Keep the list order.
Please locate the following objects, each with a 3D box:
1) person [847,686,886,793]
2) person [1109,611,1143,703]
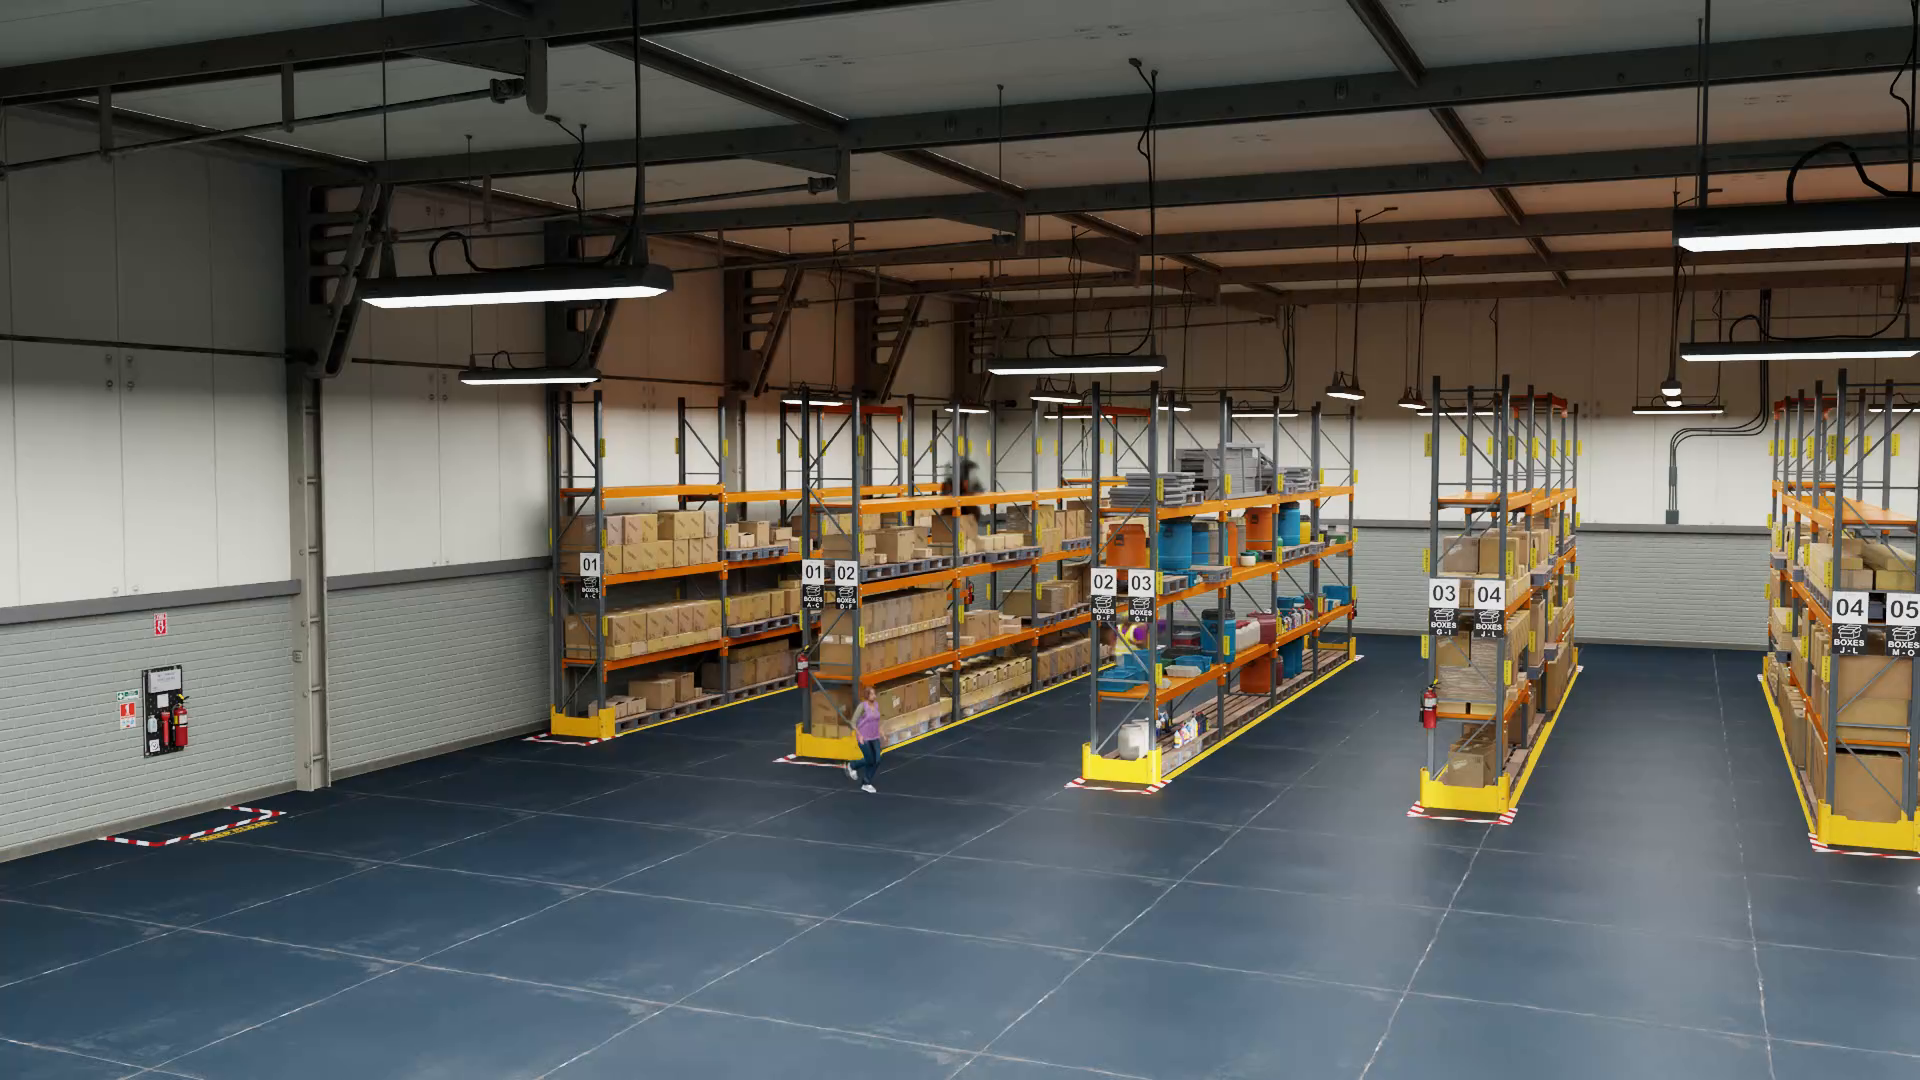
[{"bbox_3d":[-1.371,2.896,24.260,0.527,1.552,0.574,-3,4,-43],"label":"person"},{"bbox_3d":[3.274,2.279,32.796,0.698,1.758,0.983,1,3,15],"label":"person"}]
